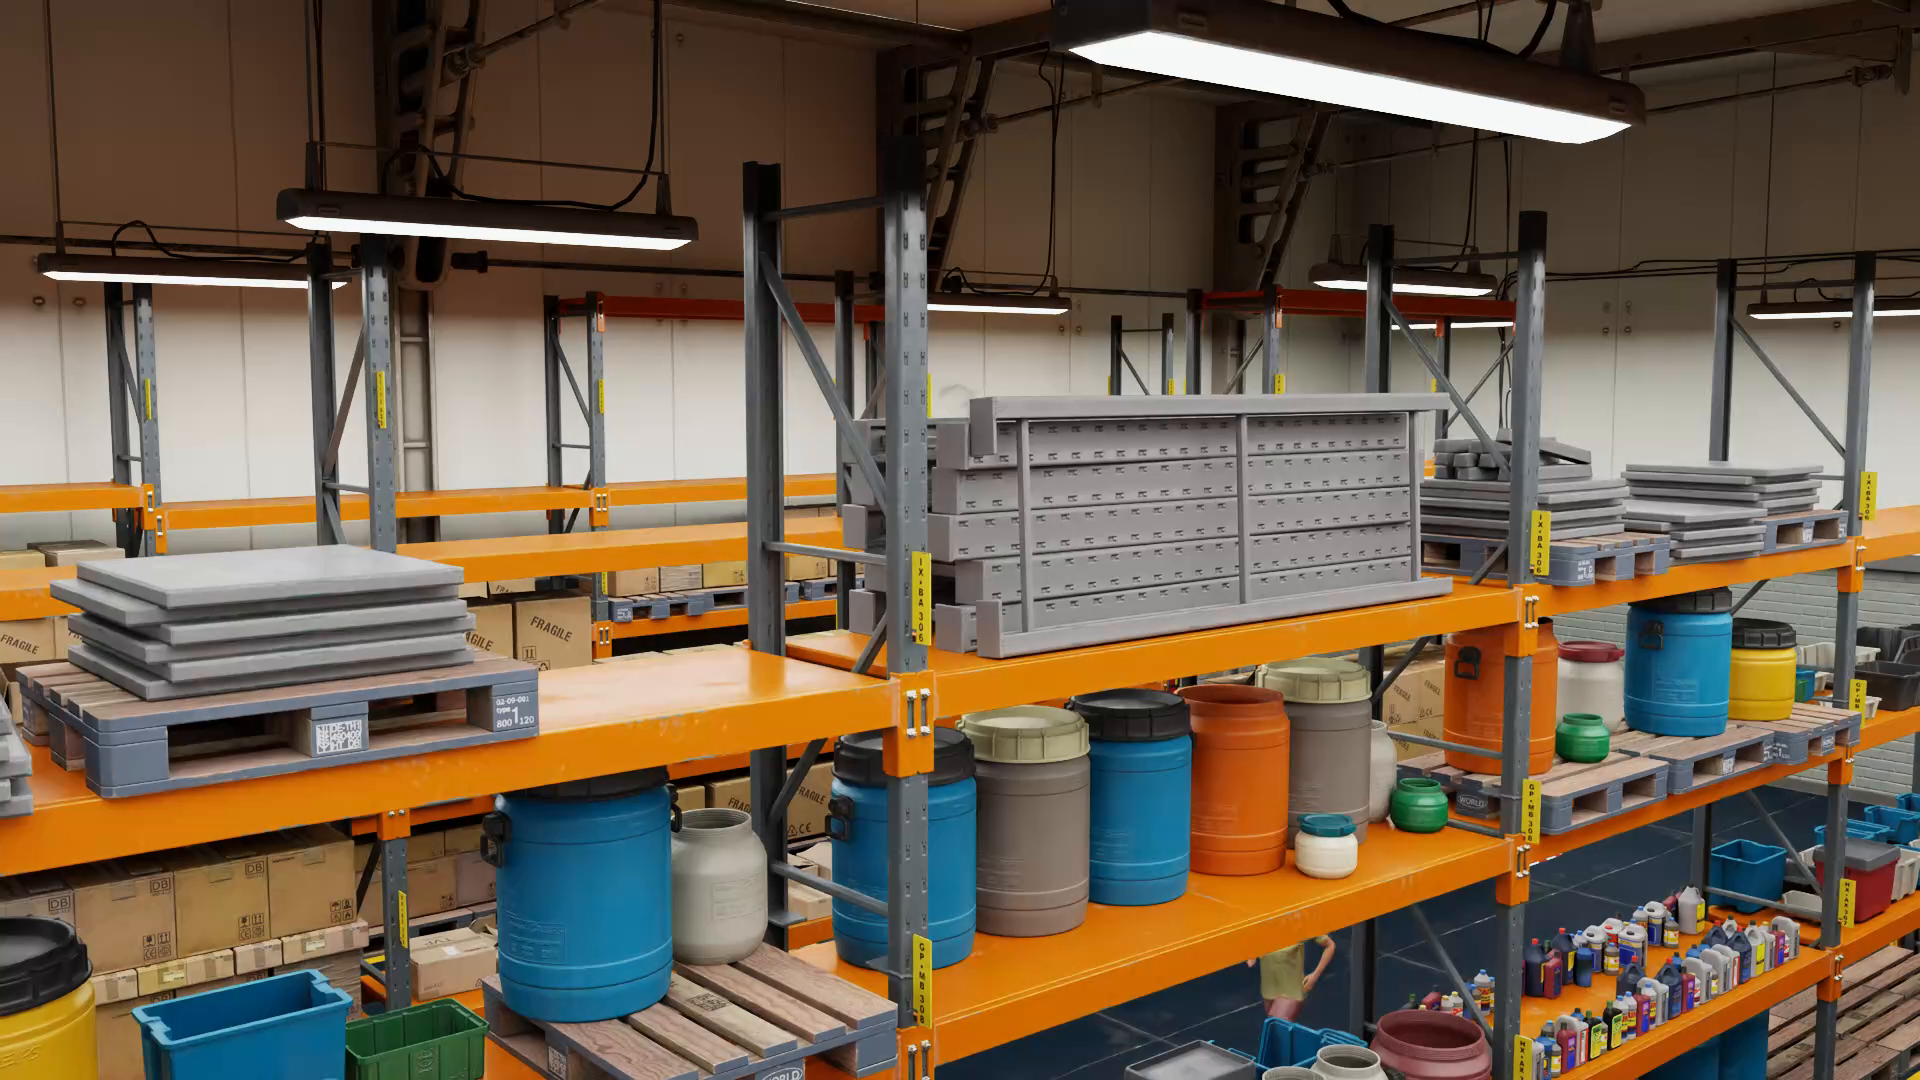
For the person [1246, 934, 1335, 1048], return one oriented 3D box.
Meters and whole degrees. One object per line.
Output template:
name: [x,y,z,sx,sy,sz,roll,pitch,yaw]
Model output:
person: [2.292,3.266,11.707,0.748,1.589,0.562,-4,7,-39]
